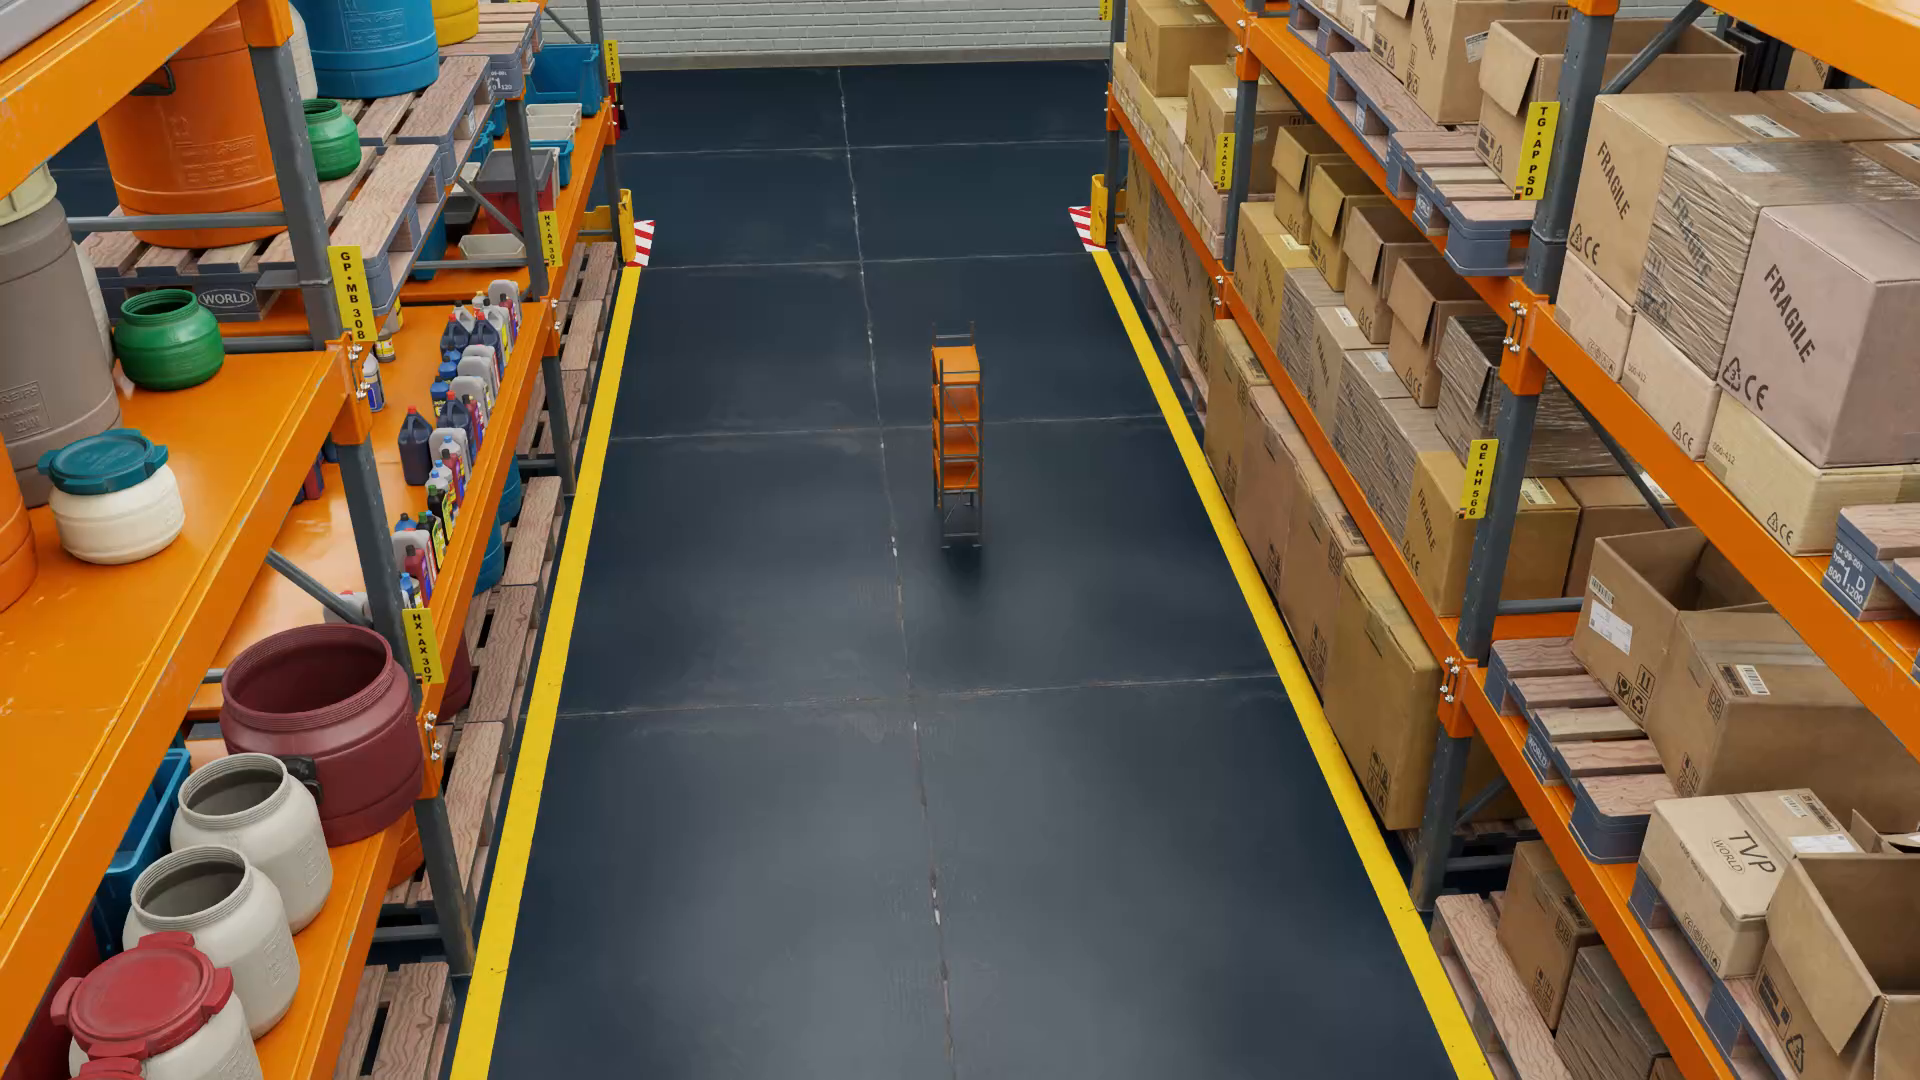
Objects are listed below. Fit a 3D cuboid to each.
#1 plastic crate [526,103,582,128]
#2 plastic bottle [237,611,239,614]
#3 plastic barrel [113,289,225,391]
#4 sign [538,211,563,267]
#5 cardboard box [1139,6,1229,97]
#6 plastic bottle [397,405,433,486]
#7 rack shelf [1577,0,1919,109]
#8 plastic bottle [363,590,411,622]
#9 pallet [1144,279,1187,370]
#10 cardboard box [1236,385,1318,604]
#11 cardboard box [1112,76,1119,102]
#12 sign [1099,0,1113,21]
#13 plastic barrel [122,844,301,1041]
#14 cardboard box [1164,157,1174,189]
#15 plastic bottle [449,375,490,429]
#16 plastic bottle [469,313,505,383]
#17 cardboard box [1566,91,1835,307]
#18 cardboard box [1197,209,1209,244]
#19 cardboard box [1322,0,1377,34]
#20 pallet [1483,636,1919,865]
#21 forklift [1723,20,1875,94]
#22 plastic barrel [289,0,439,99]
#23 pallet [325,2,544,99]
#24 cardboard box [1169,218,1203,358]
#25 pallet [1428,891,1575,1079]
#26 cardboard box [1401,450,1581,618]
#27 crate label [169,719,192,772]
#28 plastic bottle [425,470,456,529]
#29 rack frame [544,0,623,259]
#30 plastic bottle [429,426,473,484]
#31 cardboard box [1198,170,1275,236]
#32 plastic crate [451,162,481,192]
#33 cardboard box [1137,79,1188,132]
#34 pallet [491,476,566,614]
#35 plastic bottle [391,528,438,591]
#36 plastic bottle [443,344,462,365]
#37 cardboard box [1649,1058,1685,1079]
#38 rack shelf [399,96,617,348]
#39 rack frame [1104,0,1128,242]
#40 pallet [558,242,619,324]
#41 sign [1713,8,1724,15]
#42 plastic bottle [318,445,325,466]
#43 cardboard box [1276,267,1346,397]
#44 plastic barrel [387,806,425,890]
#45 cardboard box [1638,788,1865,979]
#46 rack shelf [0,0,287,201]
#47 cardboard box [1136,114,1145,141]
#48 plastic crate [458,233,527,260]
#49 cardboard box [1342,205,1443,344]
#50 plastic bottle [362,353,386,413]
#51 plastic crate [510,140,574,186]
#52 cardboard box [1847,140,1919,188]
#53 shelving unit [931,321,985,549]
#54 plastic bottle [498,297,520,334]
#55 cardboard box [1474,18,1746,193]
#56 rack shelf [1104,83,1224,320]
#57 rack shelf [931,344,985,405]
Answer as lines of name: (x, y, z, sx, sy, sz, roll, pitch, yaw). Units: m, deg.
plastic crate: (-2.980, -3.103, 12.219, 0.396, 0.136, 0.243, -3, 31, -5)
plastic bottle: (-2.966, 0.208, 6.671, 0.097, 0.201, 0.097, 0, 31, 0)
plastic barrel: (-2.415, -0.611, 5.075, 0.294, 0.245, 0.294, 0, 31, 0)
sign: (-2.315, -1.700, 9.402, 0.100, 0.325, 0.005, -3, 31, -5)
cardboard box: (1.572, -3.443, 11.715, 0.500, 0.500, 0.500, -4, 31, -6)
plastic bottle: (-2.487, -0.443, 7.614, 0.144, 0.351, 0.185, -3, 31, -5)
rack shelf: (2.629, -0.825, 3.447, 1.077, 0.370, 4.000, -3, 31, -5)
plastic bottle: (-2.208, 0.303, 6.439, 0.152, 0.276, 0.135, -3, 31, -5)
pallet: (1.958, -1.612, 12.244, 1.003, 0.211, 1.213, -3, 31, -5)
cardboard box: (2.232, -0.279, 8.955, 1.225, 0.875, 0.875, -4, 31, -6)
cardboard box: (1.399, -3.530, 12.981, 0.380, 0.149, 0.250, -2, 31, -4)
sign: (1.141, -4.217, 12.965, 0.100, 0.325, 0.005, -3, 31, -5)
plastic barrel: (-2.141, 1.168, 4.760, 0.421, 0.512, 0.421, 0, 31, 0)
cardboard box: (1.593, -2.481, 11.225, 0.380, 0.149, 0.250, -3, 31, -5)
plastic bottle: (-2.389, -0.686, 8.094, 0.152, 0.276, 0.135, -3, 31, -5)
plastic bottle: (-2.434, -0.987, 8.525, 0.144, 0.351, 0.185, -3, 31, -5)
cardboard box: (2.230, -1.044, 5.063, 0.500, 0.500, 0.500, -2, 31, -4)
cardboard box: (1.689, -1.957, 10.347, 0.380, 0.149, 0.250, -2, 31, -4)
cardboard box: (2.081, -2.659, 8.028, 0.500, 0.311, 0.500, -4, 31, -6)
pallet: (2.614, 0.690, 5.857, 1.213, 0.211, 1.003, -3, 31, -5)
forklift: (4.636, -1.257, 8.997, 1.130, 2.935, 3.031, -3, 31, -6)
plastic barrel: (-2.551, -2.375, 6.978, 0.600, 0.901, 0.708, -3, 31, -5)
pallet: (-2.693, -2.367, 8.047, 1.213, 0.211, 1.003, -3, 31, -5)
cardboard box: (2.002, -1.862, 11.604, 0.875, 0.875, 0.875, -3, 31, -5)
pallet: (2.513, 1.845, 6.455, 1.003, 0.211, 1.213, -3, 31, -5)
cardboard box: (2.149, -0.034, 6.785, 0.500, 0.500, 0.500, -2, 31, -3)
crate label: (-2.823, 0.791, 5.664, 0.303, 0.233, 0.416, -3, 31, -5)
plastic bottle: (-2.269, -0.177, 7.248, 0.097, 0.271, 0.097, 0, 31, 0)
rack frame: (-3.237, -3.598, 12.849, 1.000, 3.000, 0.127, -3, 31, -5)
plastic bottle: (-2.338, -0.405, 7.624, 0.152, 0.276, 0.135, -3, 31, -5)
cardboard box: (1.766, -2.069, 10.146, 0.500, 0.250, 0.500, -3, 31, -6)
plastic crate: (-3.325, -2.343, 10.947, 0.293, 0.136, 0.466, -3, 31, -5)
cardboard box: (1.569, -3.119, 11.903, 0.500, 0.250, 0.500, -4, 31, -6)
pallet: (-2.833, 0.037, 9.482, 1.003, 0.211, 1.213, -3, 31, -5)
plastic bottle: (-2.251, 0.067, 6.834, 0.152, 0.276, 0.135, -3, 31, -5)
plastic bottle: (-2.546, -0.855, 8.383, 0.097, 0.271, 0.097, 0, 31, 0)
cardboard box: (2.649, 2.046, 5.408, 0.700, 0.500, 0.500, 0, 31, 0)
rack shelf: (-3.050, -2.268, 11.324, 1.077, 0.370, 4.000, -3, 31, -5)
rack frame: (1.694, -3.835, 13.246, 1.000, 3.000, 0.127, -3, 31, -5)
pallet: (-3.198, -1.978, 12.856, 1.003, 0.211, 1.213, -3, 31, -5)
sign: (6.102, -4.367, 13.292, 0.100, 0.325, 0.005, -3, 31, -5)
plastic bottle: (-3.062, -0.508, 7.724, 0.144, 0.351, 0.185, -3, 31, -5)
cardboard box: (1.956, -1.077, 8.531, 0.500, 0.500, 0.500, -3, 31, -6)
plastic barrel: (-2.552, 0.989, 6.877, 0.600, 0.830, 0.708, -3, 31, -5)
cardboard box: (2.369, 1.000, 4.888, 0.500, 0.250, 0.500, -4, 31, -6)
rack shelf: (-2.303, -0.587, 3.050, 1.077, 0.370, 4.000, -3, 31, -5)
cardboard box: (1.497, -3.006, 12.103, 0.380, 0.149, 0.250, -3, 31, -6)
plastic crate: (-2.764, -1.713, 9.892, 0.396, 0.136, 0.243, -3, 31, -5)
cardboard box: (2.262, -1.273, 7.882, 0.797, 0.503, 0.637, -2, 31, -3)
plastic bottle: (-2.961, -0.783, 8.256, 0.152, 0.276, 0.135, -3, 31, -5)
plastic crate: (-2.790, -2.516, 11.142, 0.416, 0.233, 0.300, -3, 31, -5)
cardboard box: (2.794, -0.803, 4.660, 0.500, 0.500, 0.500, -3, 31, -5)
shelving unit: (-0.015, -0.600, 9.584, 0.258, 1.200, 0.503, -3, 31, -5)
plastic bottle: (-2.466, -1.227, 9.073, 0.097, 0.201, 0.097, 0, 31, 0)
cardboard box: (2.313, -1.571, 6.021, 0.797, 0.503, 0.637, -1, 31, -2)
rack shelf: (1.881, -2.505, 11.721, 1.077, 0.370, 4.000, -3, 31, -5)
rack shelf: (-0.015, -0.937, 9.383, 0.258, 0.148, 0.480, -3, 31, -5)
